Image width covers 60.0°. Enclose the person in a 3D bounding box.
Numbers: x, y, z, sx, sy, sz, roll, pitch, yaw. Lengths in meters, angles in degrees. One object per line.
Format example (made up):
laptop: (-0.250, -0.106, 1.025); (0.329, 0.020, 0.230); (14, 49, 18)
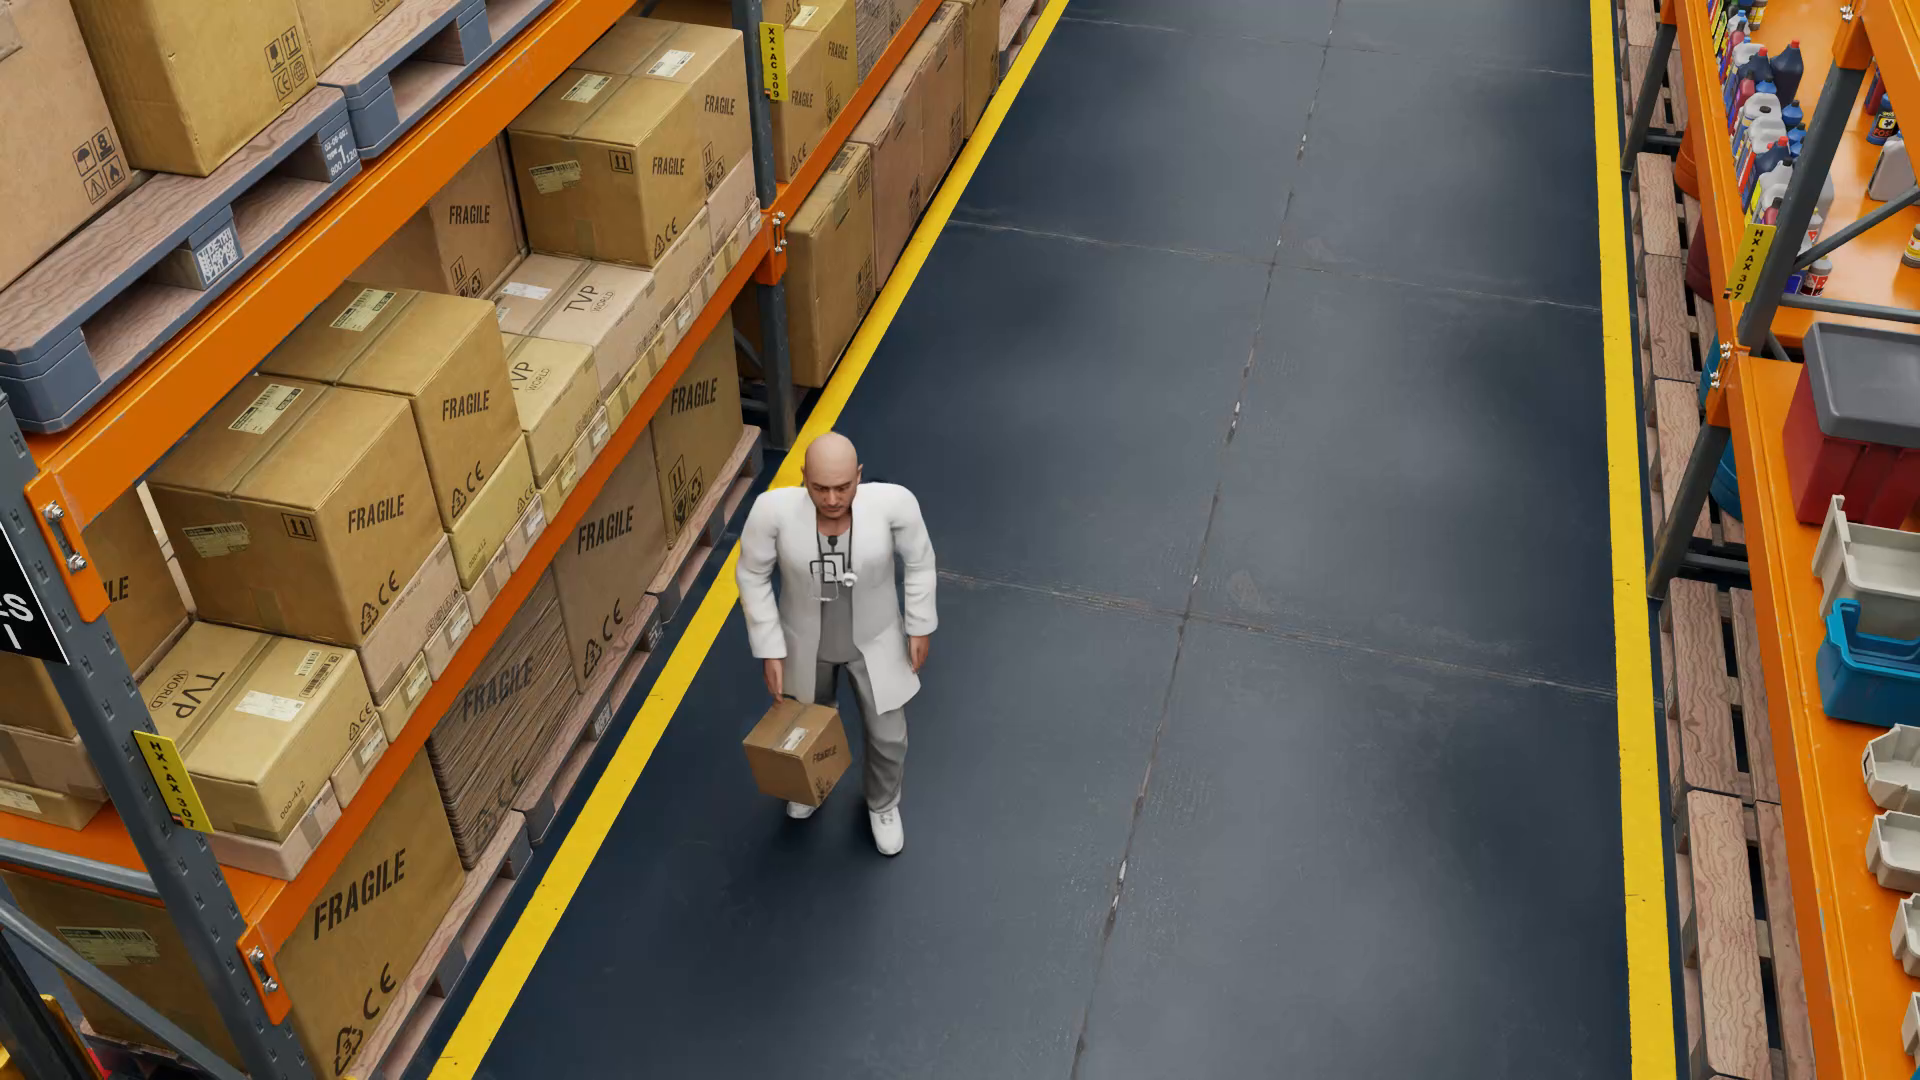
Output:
person: (-0.414, 0.345, 5.767); (0.676, 1.770, 0.542); (0, 40, 0)
